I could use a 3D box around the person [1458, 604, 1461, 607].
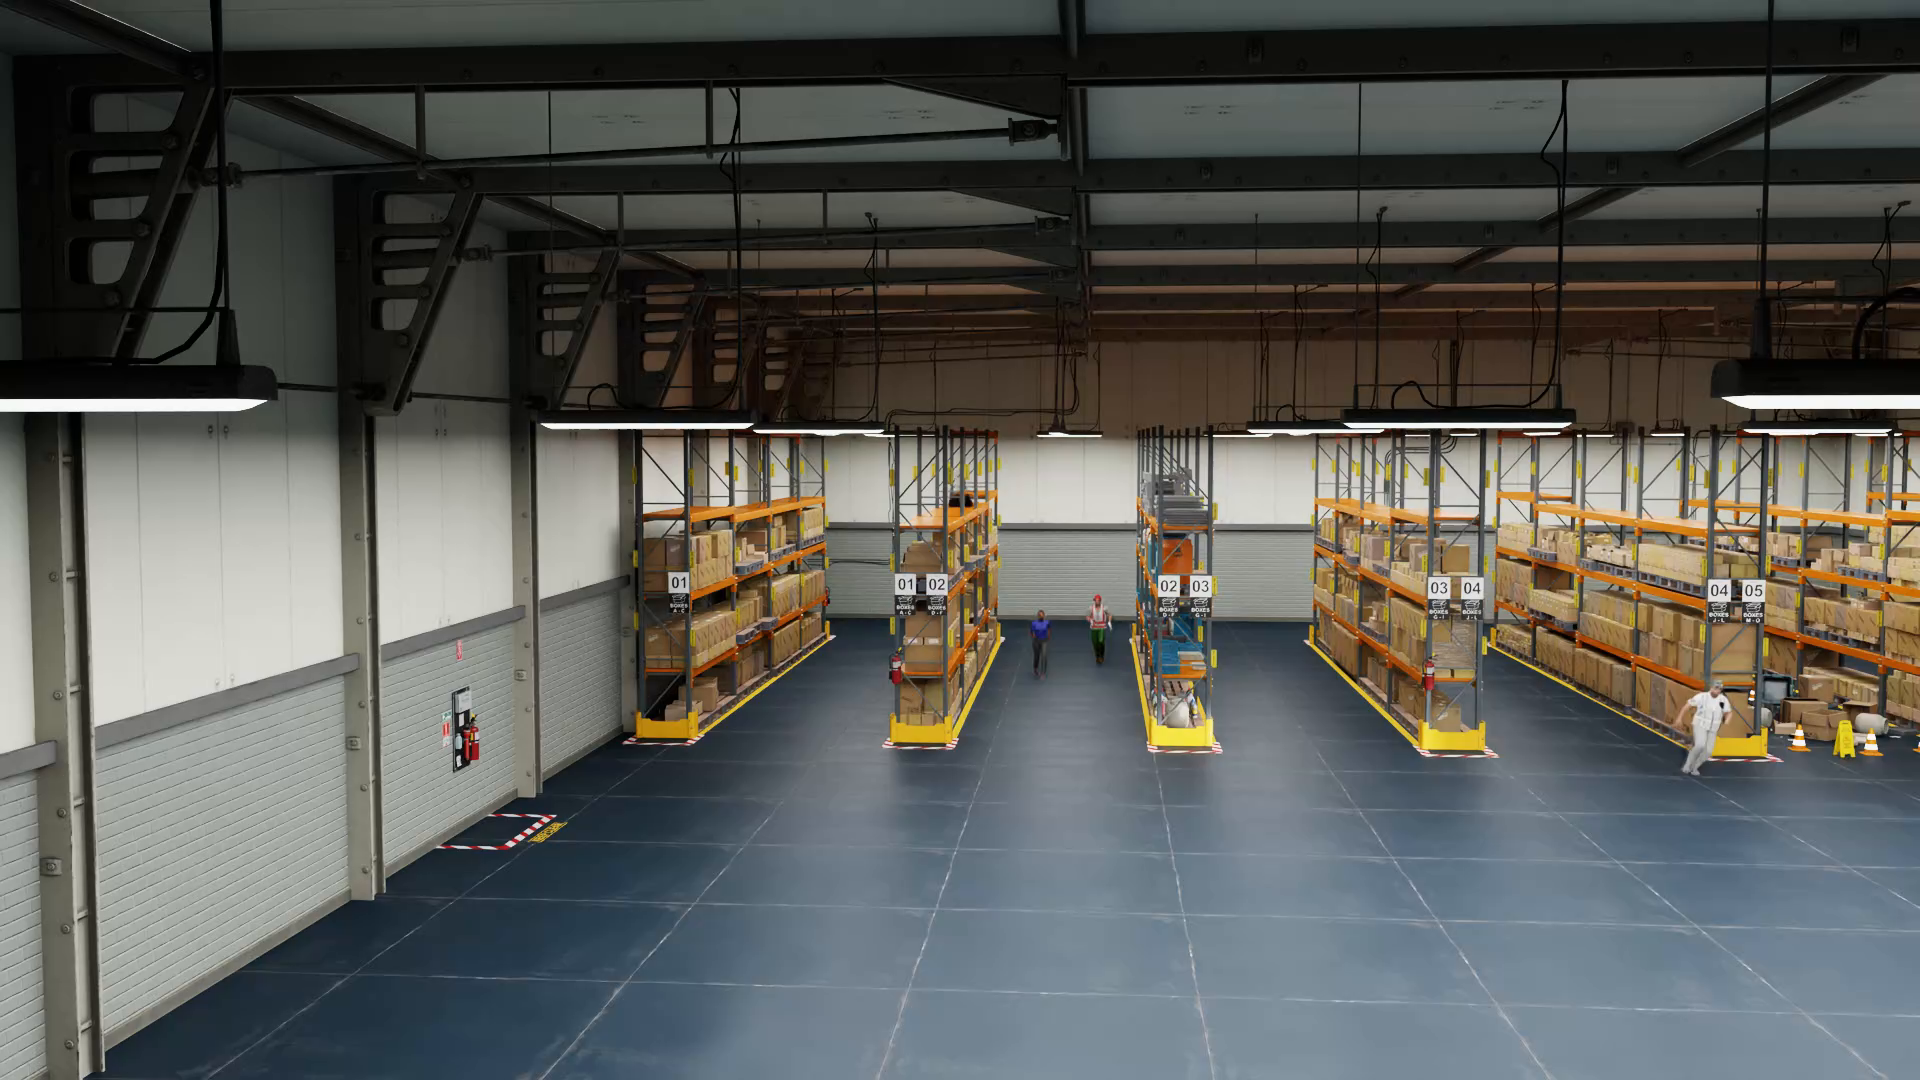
[{"bbox_3d":[14.479,2.108,47.313,0.597,1.570,0.649,2,4,29],"label":"person"}]

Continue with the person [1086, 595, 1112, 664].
[{"bbox_3d":[3.537,2.279,42.453,0.651,1.766,0.772,1,4,12],"label":"person"}]

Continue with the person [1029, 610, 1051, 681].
[{"bbox_3d":[1.929,2.502,39.940,0.553,1.667,0.930,0,3,-2],"label":"person"}]

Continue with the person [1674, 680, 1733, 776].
[{"bbox_3d":[12.740,3.209,28.325,0.857,1.694,0.672,0,3,-6],"label":"person"}]
